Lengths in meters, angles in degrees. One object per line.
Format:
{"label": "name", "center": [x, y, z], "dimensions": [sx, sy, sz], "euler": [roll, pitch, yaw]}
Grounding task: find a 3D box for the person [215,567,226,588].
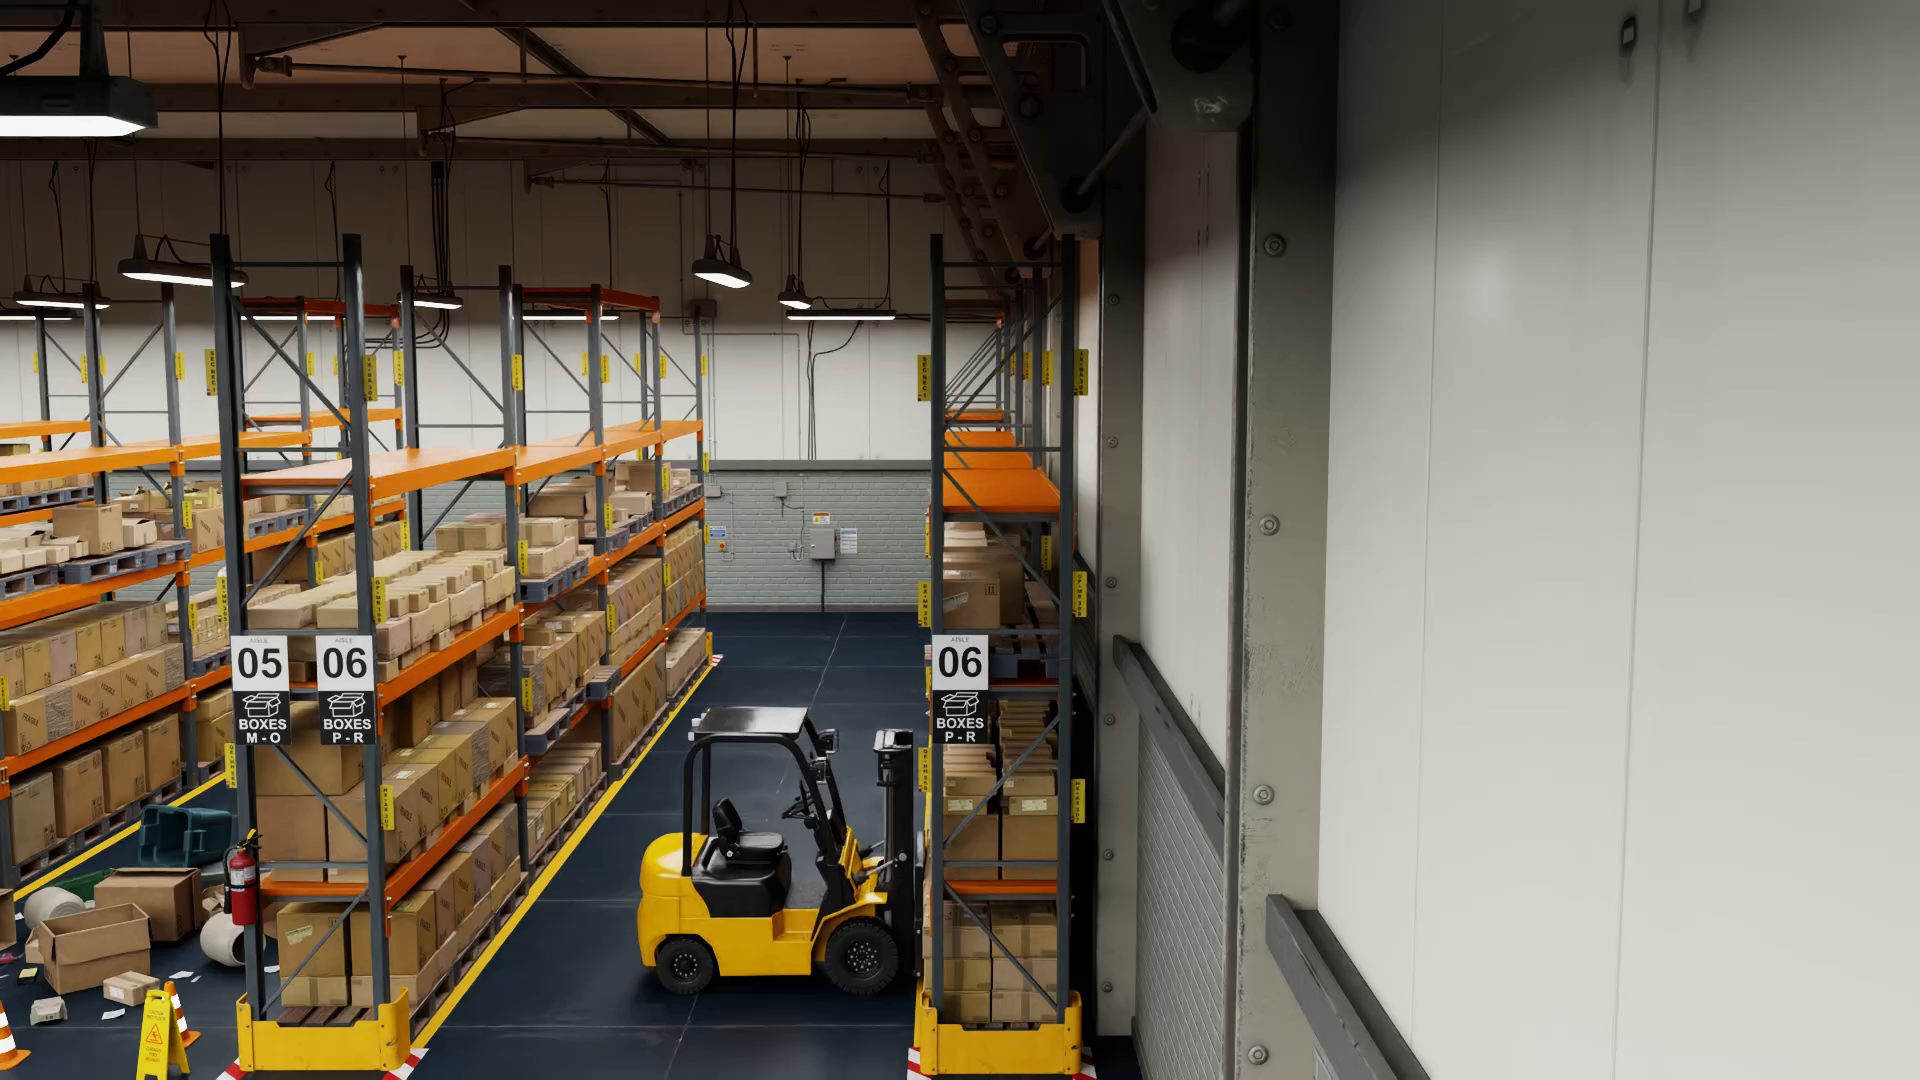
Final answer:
{"label": "person", "center": [-12.878, 1.056, 29.471], "dimensions": [0.567, 1.714, 1.093], "euler": [0, 6, -3]}
